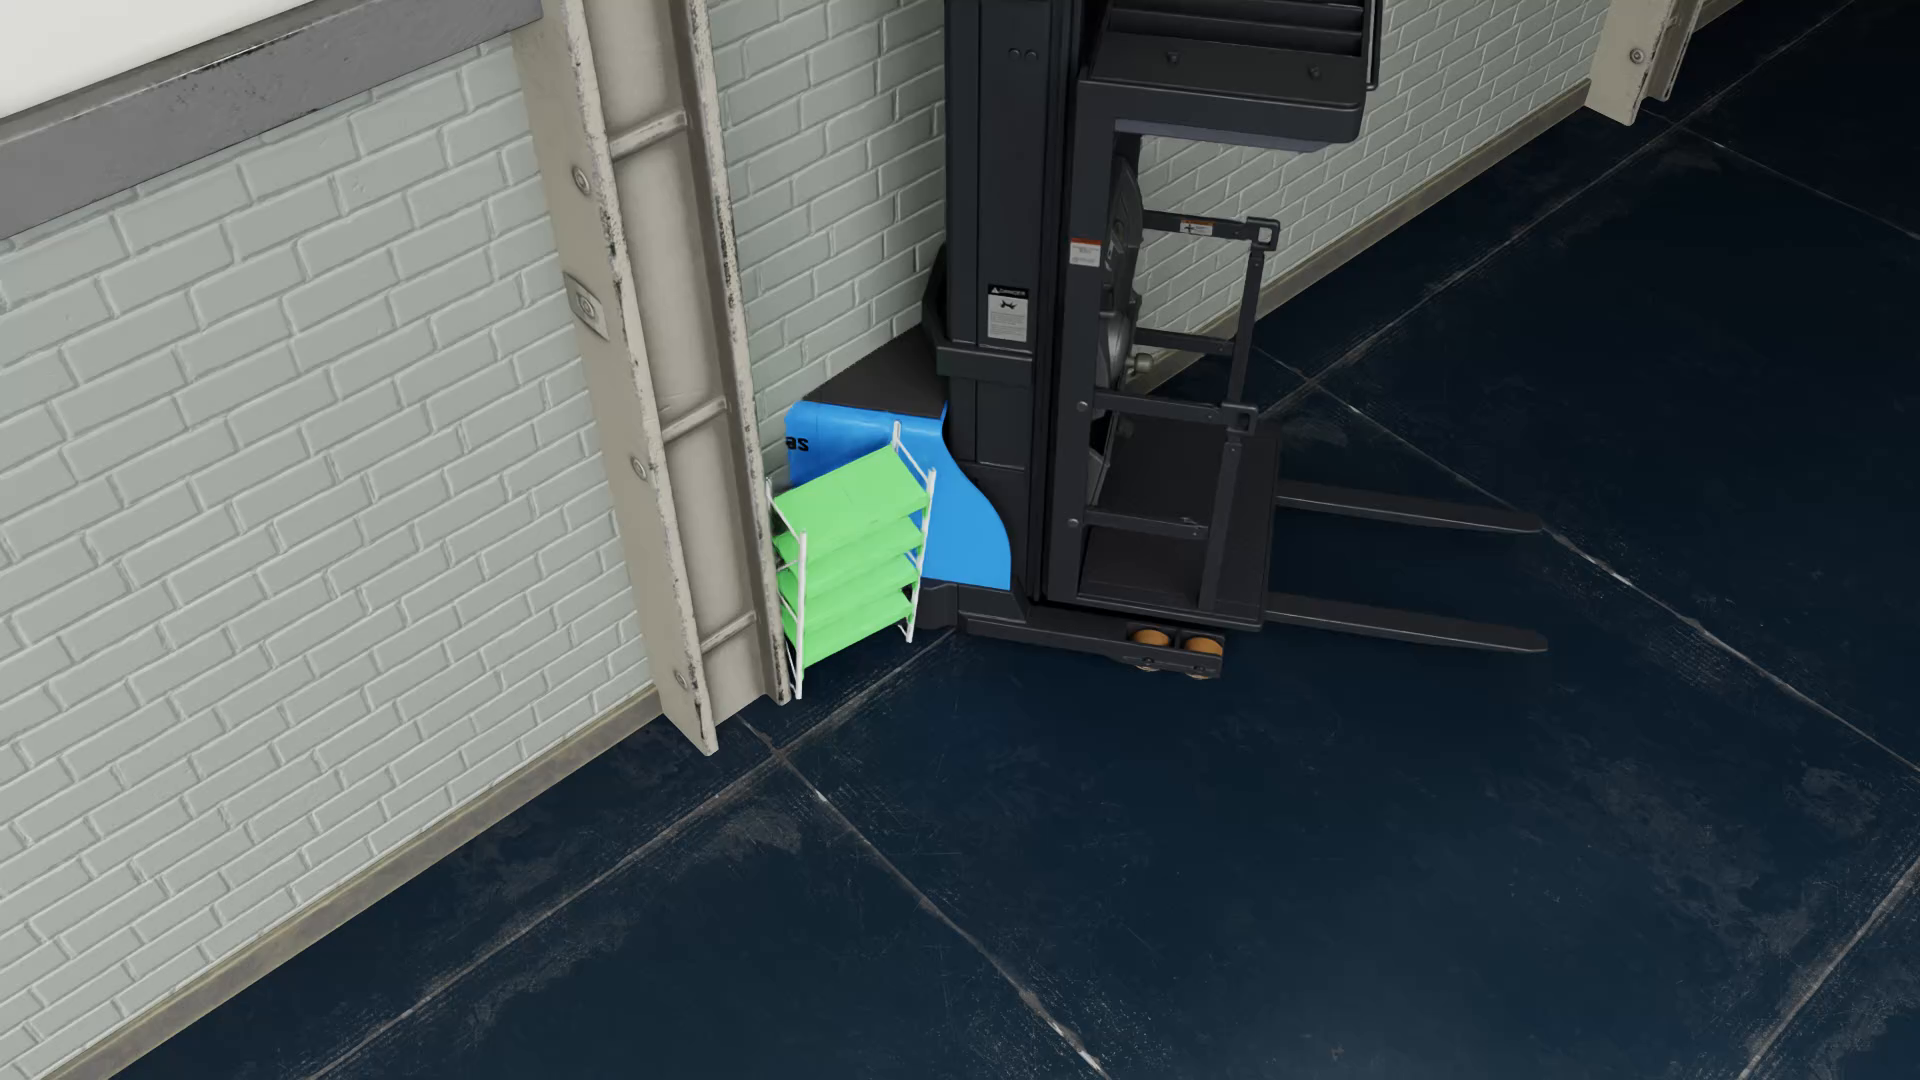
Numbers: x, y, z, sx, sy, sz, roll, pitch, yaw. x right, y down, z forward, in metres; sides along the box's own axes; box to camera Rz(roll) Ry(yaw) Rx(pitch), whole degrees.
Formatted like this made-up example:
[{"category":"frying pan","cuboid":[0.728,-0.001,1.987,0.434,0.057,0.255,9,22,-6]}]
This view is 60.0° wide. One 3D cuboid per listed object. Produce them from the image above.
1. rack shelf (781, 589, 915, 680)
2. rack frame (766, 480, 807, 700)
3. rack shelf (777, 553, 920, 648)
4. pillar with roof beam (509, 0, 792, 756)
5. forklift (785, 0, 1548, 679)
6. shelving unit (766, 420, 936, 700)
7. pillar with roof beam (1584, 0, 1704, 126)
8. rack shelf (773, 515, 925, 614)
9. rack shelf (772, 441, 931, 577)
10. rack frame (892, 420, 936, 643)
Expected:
[{"category":"rack shelf","cuboid":[-0.439,0.283,6.154,0.480,0.148,0.258,-26,64,-21]},{"category":"rack frame","cuboid":[-0.613,0.220,5.811,0.015,1.200,0.240,-26,64,-21]},{"category":"rack shelf","cuboid":[-0.416,0.153,5.953,0.480,0.148,0.258,-26,64,-21]},{"category":"pillar with roof beam","cuboid":[2.022,-0.106,0.725,0.400,9.000,9.100,-34,56,-27]},{"category":"forklift","cuboid":[0.729,-0.899,5.585,3.031,2.935,1.130,8,48,8]},{"category":"shelving unit","cuboid":[-0.410,0.118,5.900,0.503,1.200,0.258,-26,64,-21]},{"category":"pillar with roof beam","cuboid":[6.462,-3.072,3.462,0.400,9.000,9.100,-34,56,-27]},{"category":"rack shelf","cuboid":[-0.393,0.023,5.753,0.480,0.148,0.258,-26,64,-21]},{"category":"rack shelf","cuboid":[-0.370,-0.107,5.552,0.480,0.148,0.258,-26,64,-21]},{"category":"rack frame","cuboid":[-0.206,0.017,5.989,0.015,1.200,0.240,-26,64,-21]}]
